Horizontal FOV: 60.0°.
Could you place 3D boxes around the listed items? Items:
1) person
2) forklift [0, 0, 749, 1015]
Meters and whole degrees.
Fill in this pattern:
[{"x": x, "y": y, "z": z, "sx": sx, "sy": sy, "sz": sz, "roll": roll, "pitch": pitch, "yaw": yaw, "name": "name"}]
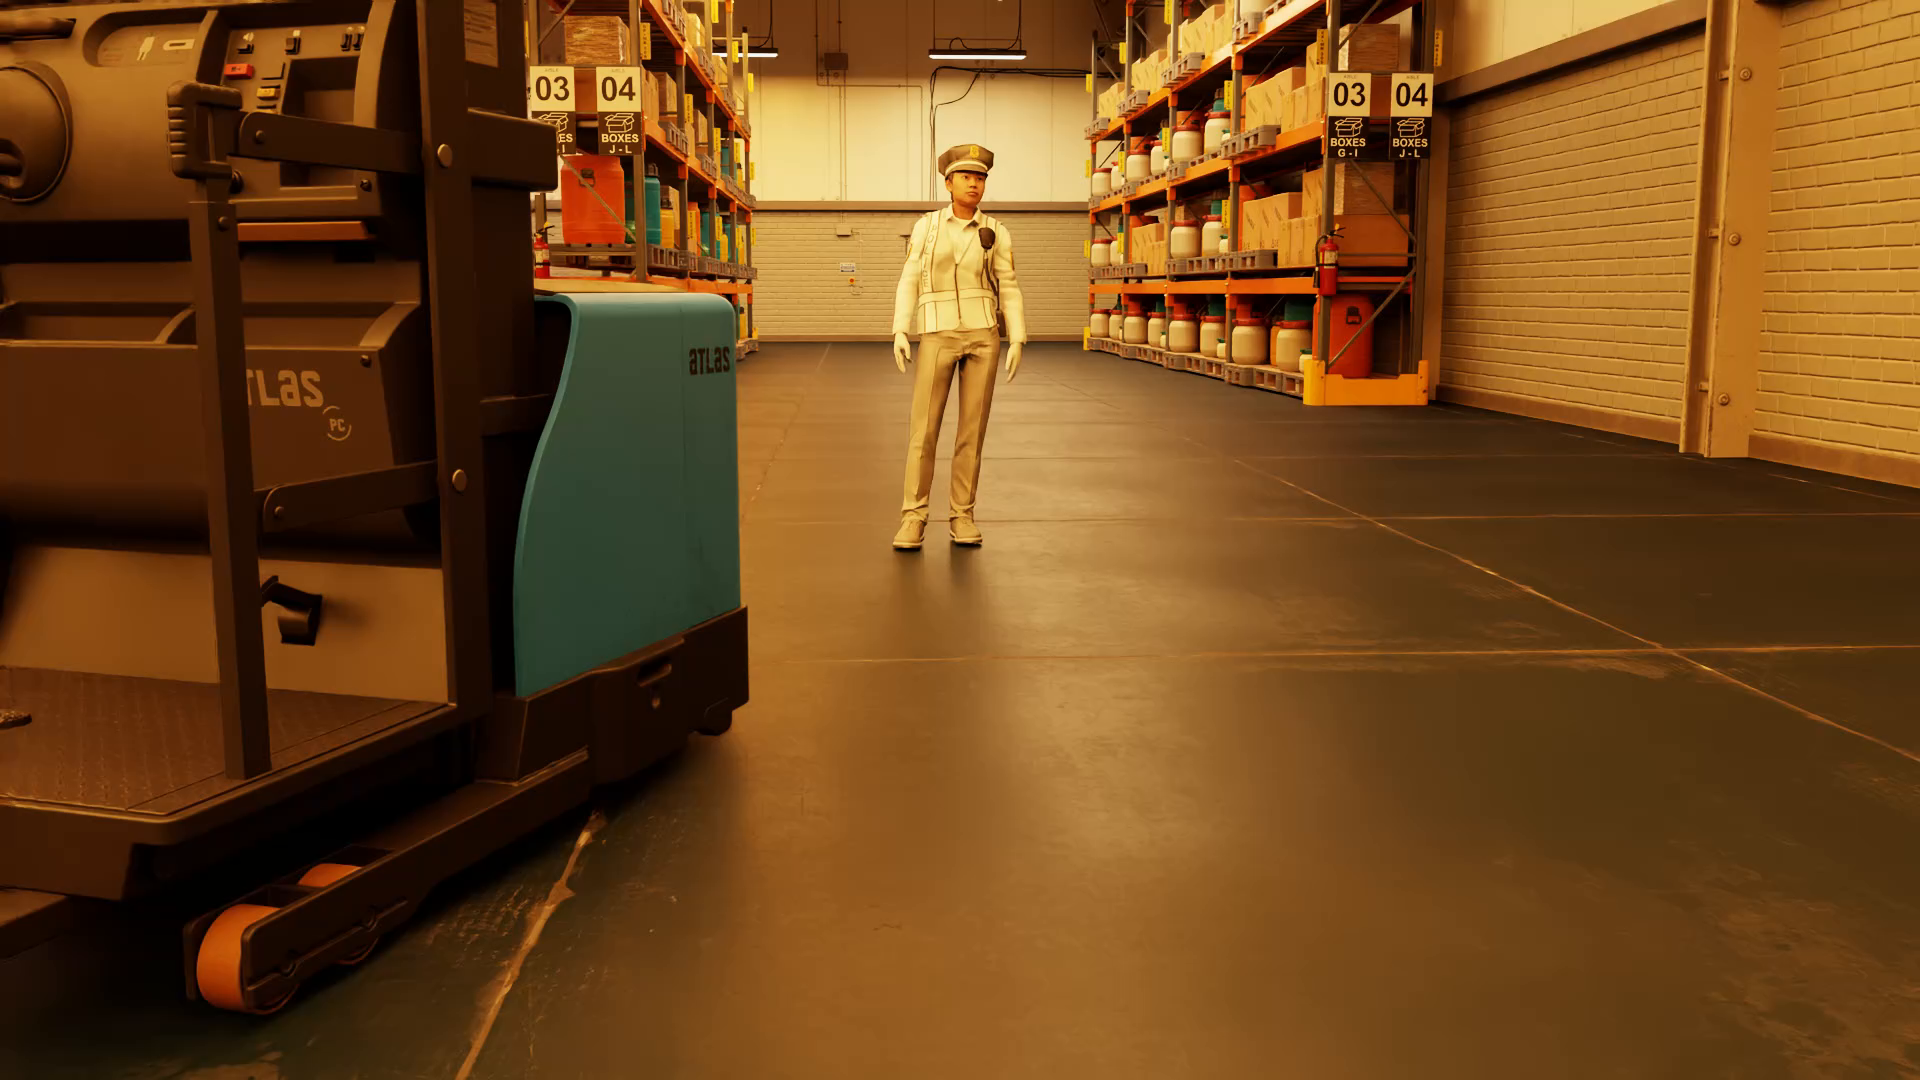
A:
[{"x": -0.003, "y": -0.835, "z": 7.116, "sx": 0.586, "sy": 1.694, "sz": 0.530, "roll": -1, "pitch": 8, "yaw": -4, "name": "person"}, {"x": -1.455, "y": -0.800, "z": 2.721, "sx": 1.130, "sy": 2.935, "sz": 3.031, "roll": 3, "pitch": 9, "yaw": 17, "name": "forklift"}]
